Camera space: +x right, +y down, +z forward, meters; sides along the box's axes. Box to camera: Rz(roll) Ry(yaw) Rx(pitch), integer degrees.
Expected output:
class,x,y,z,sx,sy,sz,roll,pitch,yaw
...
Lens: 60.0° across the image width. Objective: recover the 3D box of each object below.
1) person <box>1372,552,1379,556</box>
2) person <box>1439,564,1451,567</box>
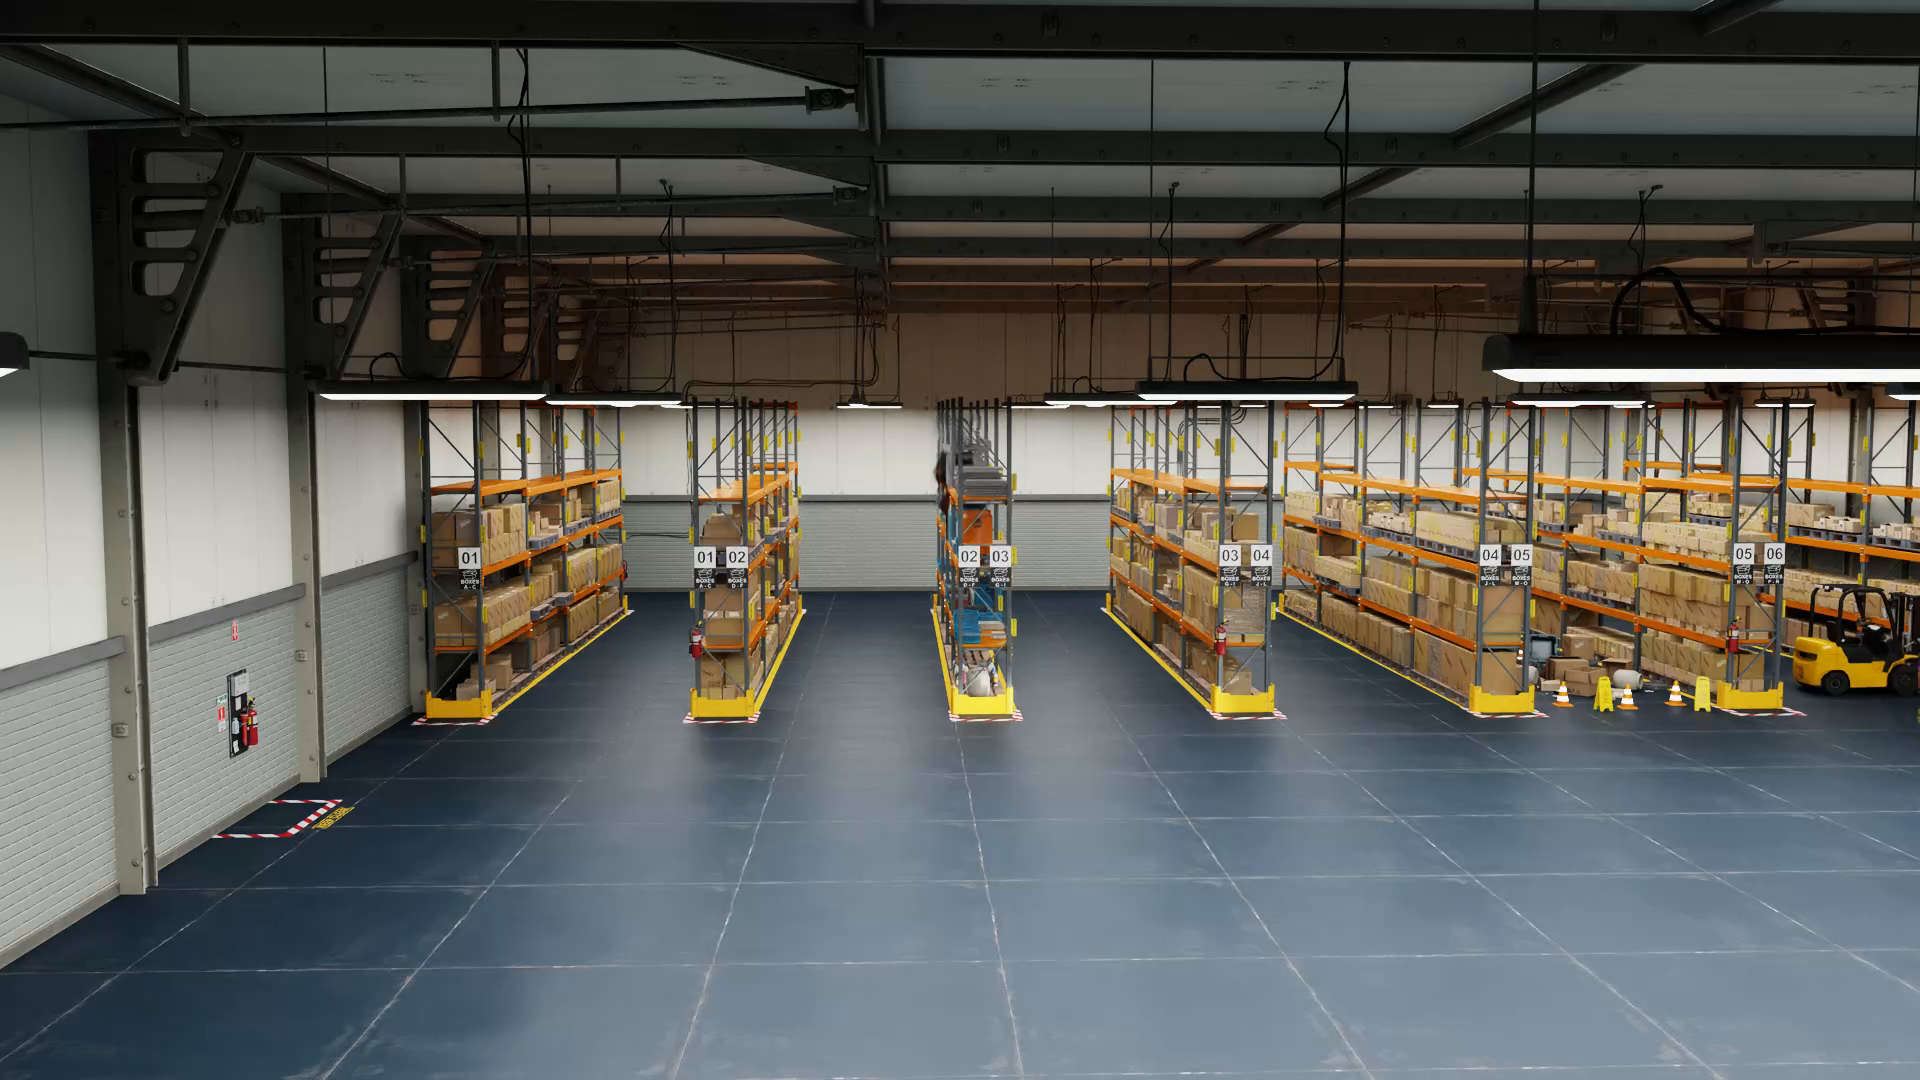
class,x,y,z,sx,sy,sz,roll,pitch,yaw
person,11.547,1.249,46.181,0.680,1.822,0.977,-1,4,-11
person,14.629,1.037,49.420,0.918,1.764,0.712,-1,5,-13
